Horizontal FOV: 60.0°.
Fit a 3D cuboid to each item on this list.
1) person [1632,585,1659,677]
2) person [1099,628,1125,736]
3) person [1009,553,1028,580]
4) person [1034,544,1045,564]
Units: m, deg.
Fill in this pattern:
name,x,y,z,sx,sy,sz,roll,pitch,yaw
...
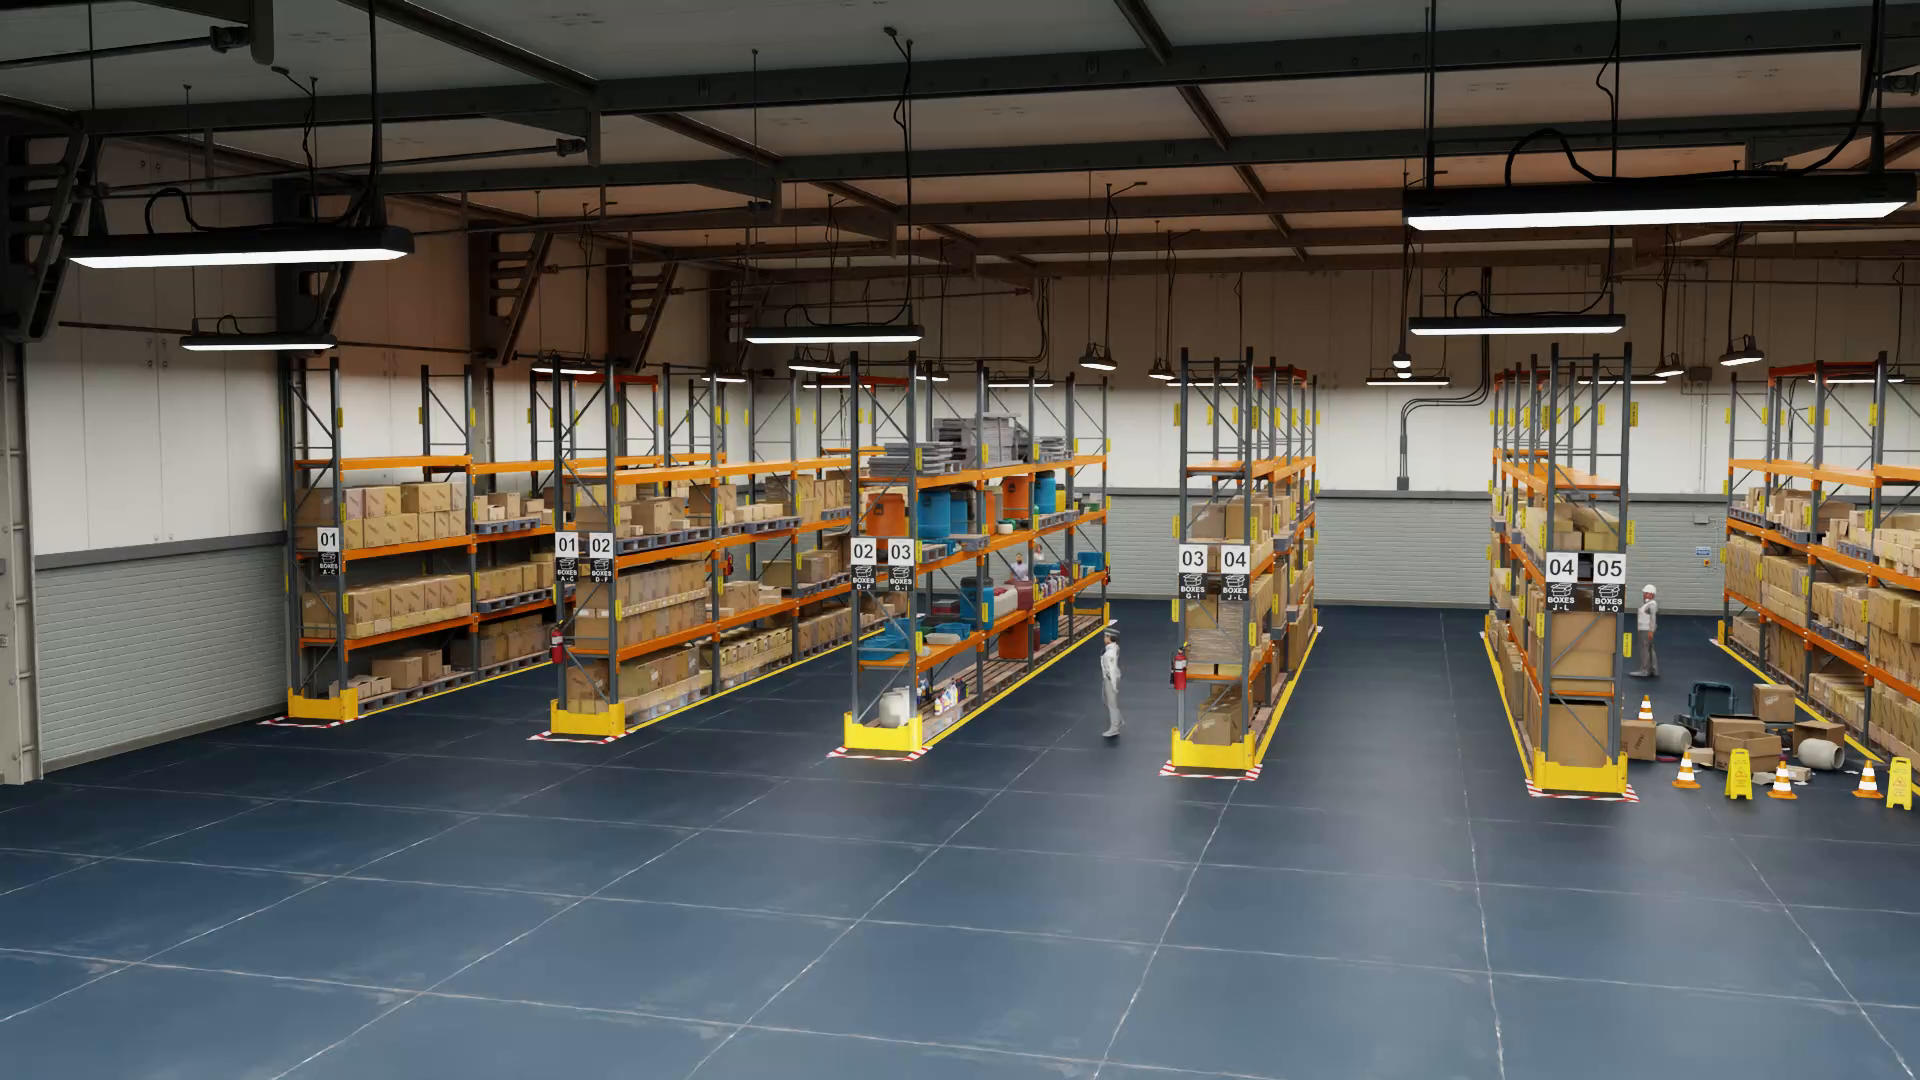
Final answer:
name,x,y,z,sx,sy,sz,roll,pitch,yaw
person,13.332,1.757,32.271,0.453,1.774,0.555,3,5,33
person,2.401,2.232,26.248,0.398,1.693,0.542,1,4,8
person,1.500,1.142,41.450,0.533,1.632,0.627,-2,5,-30
person,2.070,0.894,44.975,0.497,1.585,0.436,3,5,34
